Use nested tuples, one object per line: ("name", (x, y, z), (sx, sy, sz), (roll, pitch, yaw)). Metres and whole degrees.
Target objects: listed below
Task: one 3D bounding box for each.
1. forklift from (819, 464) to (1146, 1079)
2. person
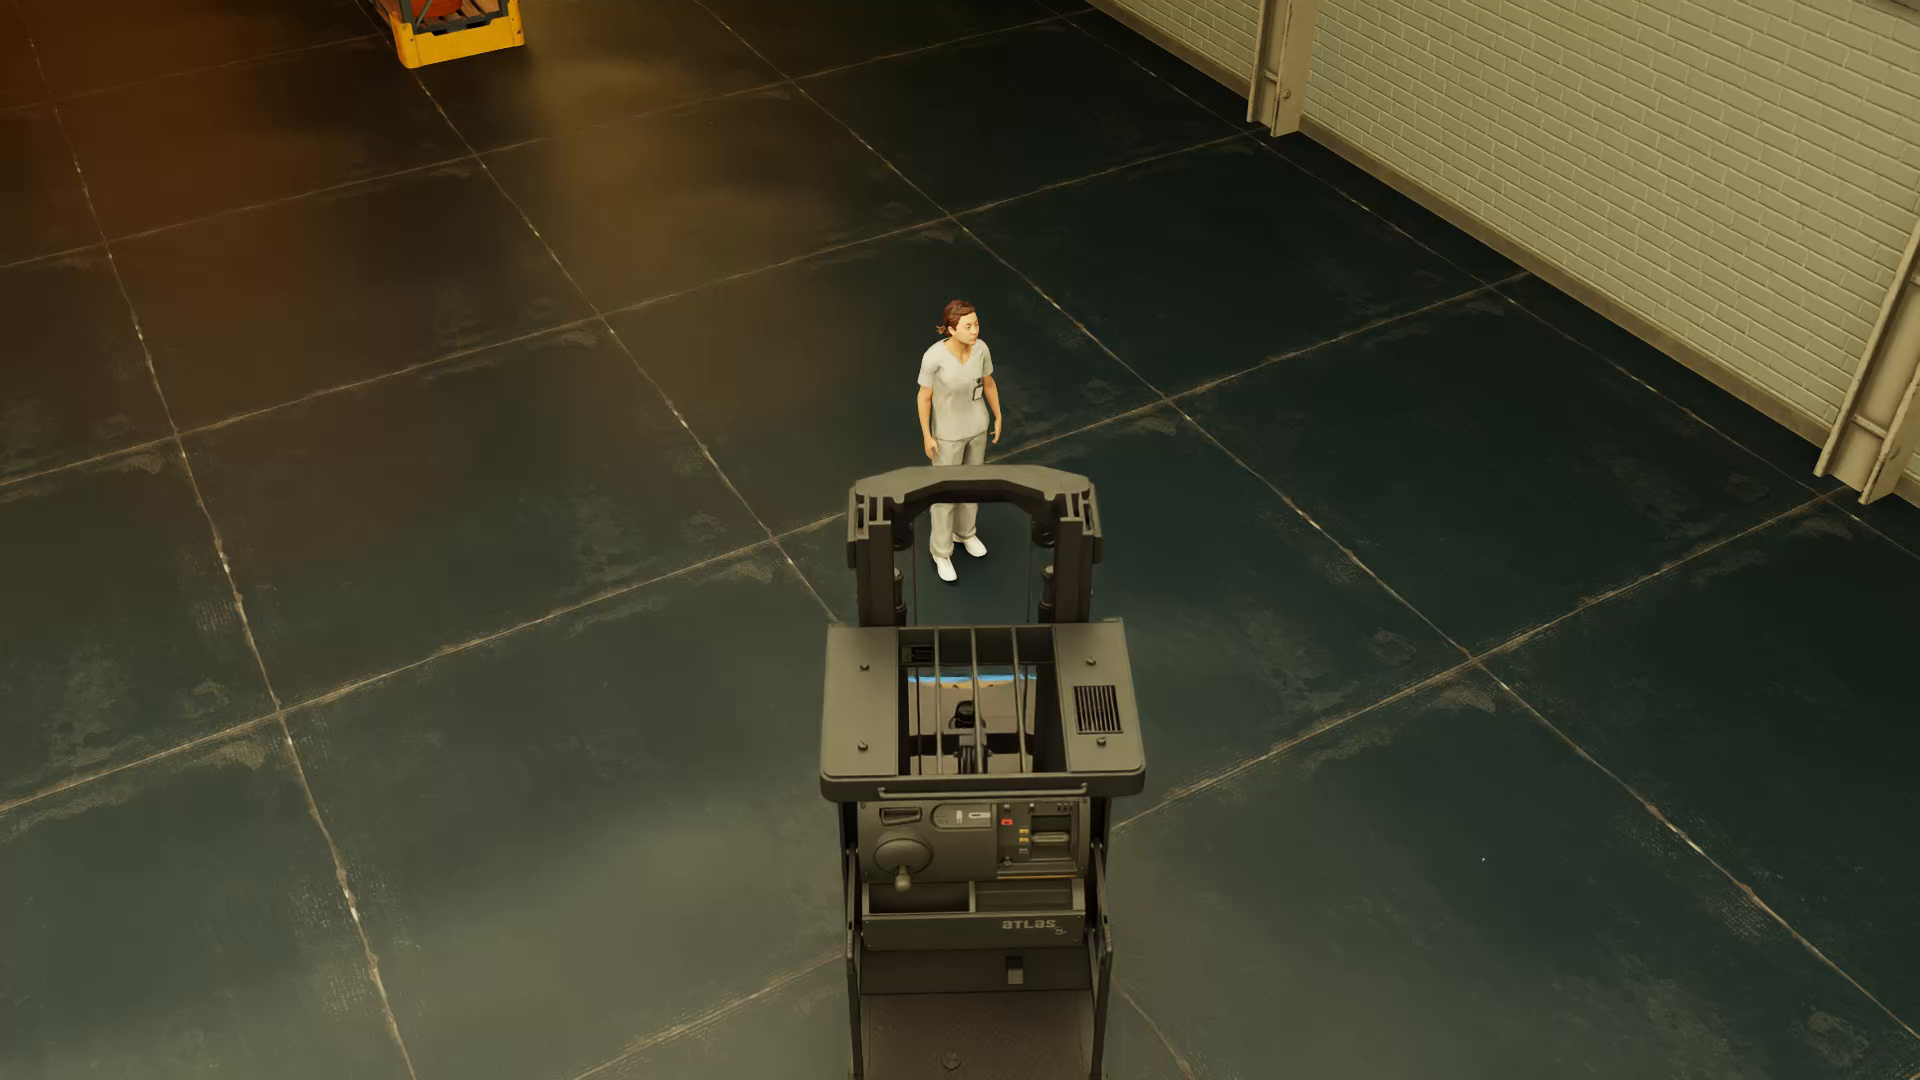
("forklift", (0.065, 1.279, 6.494), (1.130, 2.935, 3.031), (-1, 40, -1))
("person", (0.025, -0.605, 9.738), (0.549, 1.673, 0.548), (-20, 44, -23))
